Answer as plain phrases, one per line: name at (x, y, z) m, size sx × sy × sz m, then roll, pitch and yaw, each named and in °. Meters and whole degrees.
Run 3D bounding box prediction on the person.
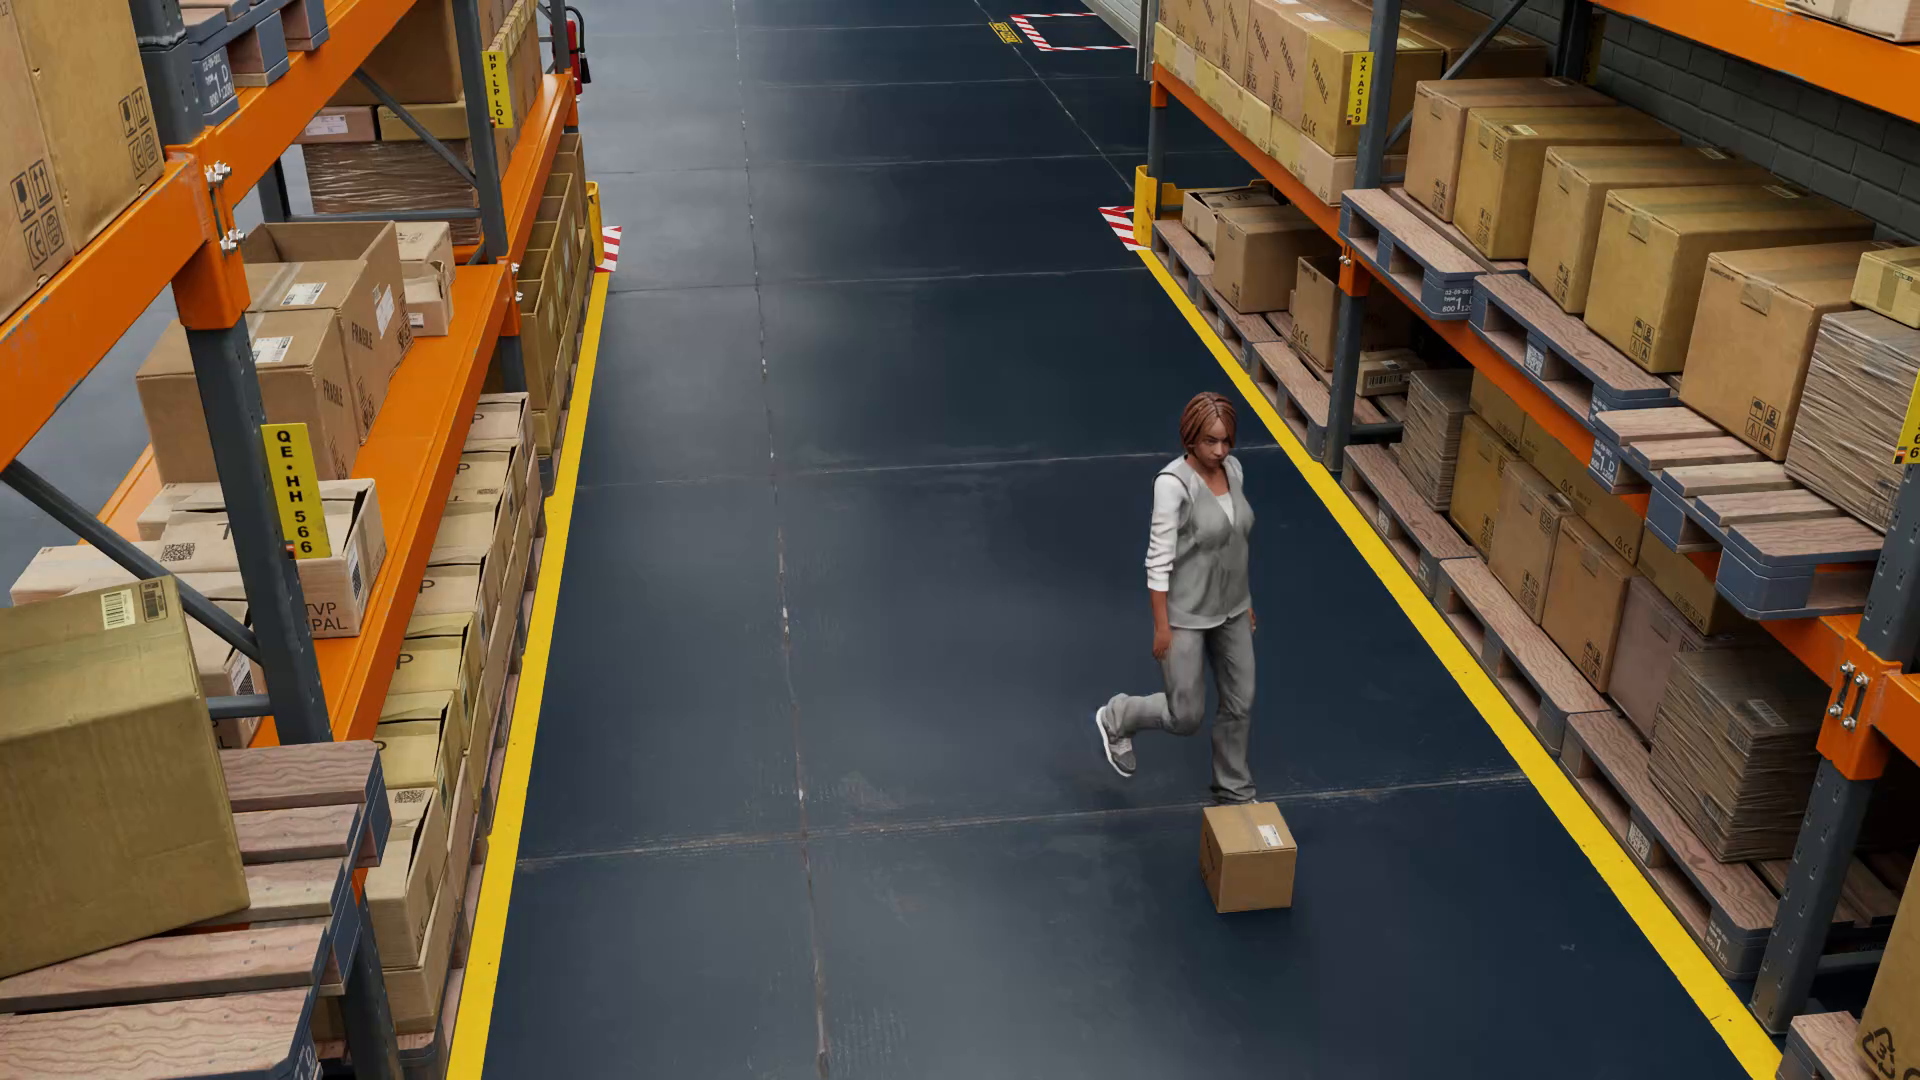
person at (0.837, 0.255, 5.648) m, size 0.440 × 1.565 × 0.736 m, roll -20°, pitch 34°, yaw -33°
